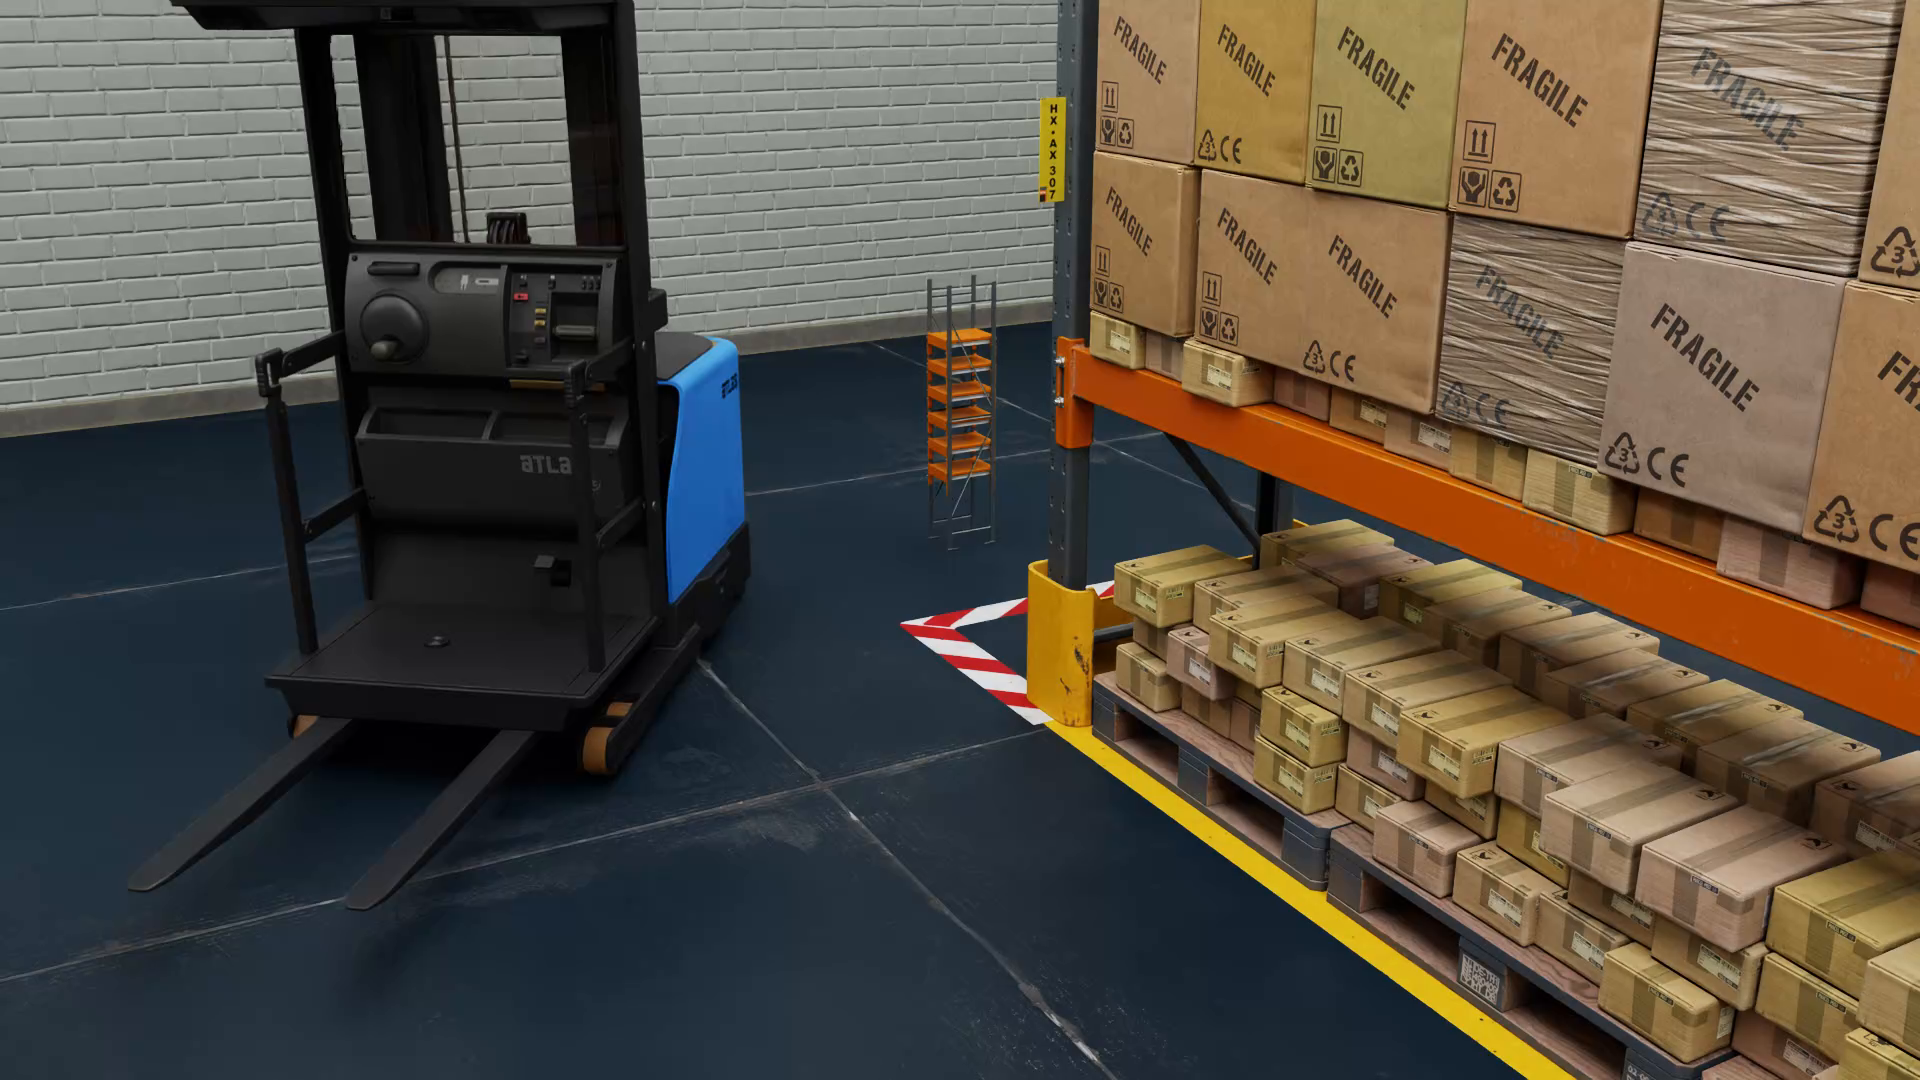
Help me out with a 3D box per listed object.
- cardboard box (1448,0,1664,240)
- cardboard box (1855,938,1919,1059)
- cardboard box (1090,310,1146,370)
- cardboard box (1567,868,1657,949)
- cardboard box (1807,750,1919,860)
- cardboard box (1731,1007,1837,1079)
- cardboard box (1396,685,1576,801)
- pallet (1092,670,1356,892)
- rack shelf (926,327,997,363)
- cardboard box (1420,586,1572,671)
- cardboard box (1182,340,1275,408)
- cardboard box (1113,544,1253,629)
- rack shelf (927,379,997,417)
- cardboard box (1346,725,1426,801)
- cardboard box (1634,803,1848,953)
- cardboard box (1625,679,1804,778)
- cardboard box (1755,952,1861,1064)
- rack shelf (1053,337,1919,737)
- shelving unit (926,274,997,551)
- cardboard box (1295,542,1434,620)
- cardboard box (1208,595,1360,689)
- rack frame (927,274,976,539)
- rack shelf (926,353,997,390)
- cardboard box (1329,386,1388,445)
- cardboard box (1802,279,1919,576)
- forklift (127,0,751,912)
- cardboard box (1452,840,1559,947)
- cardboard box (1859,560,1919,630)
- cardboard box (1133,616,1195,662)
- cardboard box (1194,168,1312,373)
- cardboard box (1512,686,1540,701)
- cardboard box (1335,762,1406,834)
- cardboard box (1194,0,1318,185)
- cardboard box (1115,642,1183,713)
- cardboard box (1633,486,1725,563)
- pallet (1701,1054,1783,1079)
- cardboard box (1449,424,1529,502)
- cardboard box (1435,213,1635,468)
[{"bbox_3d":[1.473,-0.971,3.705,0.500,0.500,0.500,-11,22,-28],"label":"cardboard box"},{"bbox_3d":[1.997,0.894,3.257,0.380,0.149,0.250,-10,22,-27],"label":"cardboard box"},{"bbox_3d":[0.641,-0.660,5.332,0.380,0.149,0.250,-10,21,-27],"label":"cardboard box"},{"bbox_3d":[1.683,0.805,3.969,0.380,0.149,0.250,-11,22,-29],"label":"cardboard box"},{"bbox_3d":[2.259,0.652,3.958,0.380,0.149,0.250,-9,21,-26],"label":"cardboard box"},{"bbox_3d":[1.939,1.067,3.668,0.380,0.149,0.250,-11,22,-28],"label":"cardboard box"},{"bbox_3d":[1.368,0.523,4.332,0.380,0.149,0.250,-10,21,-26],"label":"cardboard box"},{"bbox_3d":[1.167,0.656,5.407,1.003,0.211,1.213,-10,21,-27],"label":"pallet"},{"bbox_3d":[0.007,-0.861,7.321,0.258,0.103,0.180,-10,21,-27],"label":"rack shelf"},{"bbox_3d":[1.621,0.278,5.043,0.380,0.149,0.250,-11,22,-29],"label":"cardboard box"},{"bbox_3d":[0.879,-0.508,4.891,0.380,0.149,0.250,-11,22,-28],"label":"cardboard box"},{"bbox_3d":[0.726,0.148,5.418,0.380,0.149,0.250,-11,22,-29],"label":"cardboard box"},{"bbox_3d":[0.007,-0.634,7.399,0.258,0.103,0.180,-10,21,-27],"label":"rack shelf"},{"bbox_3d":[1.309,0.572,4.647,0.380,0.149,0.250,-11,22,-29],"label":"cardboard box"},{"bbox_3d":[1.732,0.744,3.692,0.380,0.149,0.250,-11,22,-29],"label":"cardboard box"},{"bbox_3d":[1.975,0.510,4.370,0.380,0.149,0.250,-10,21,-26],"label":"cardboard box"},{"bbox_3d":[1.931,0.956,3.534,0.380,0.149,0.250,-10,21,-26],"label":"cardboard box"},{"bbox_3d":[1.726,-0.009,4.161,1.077,0.370,4.000,-10,21,-27],"label":"rack shelf"},{"bbox_3d":[0.007,-0.563,7.424,0.258,1.200,0.189,-10,21,-27],"label":"shelving unit"},{"bbox_3d":[1.319,0.139,5.445,0.380,0.149,0.250,-10,21,-26],"label":"cardboard box"},{"bbox_3d":[0.970,0.301,4.976,0.380,0.149,0.250,-10,21,-27],"label":"cardboard box"},{"bbox_3d":[-0.037,-0.589,7.500,0.240,1.200,0.006,-10,21,-27],"label":"rack frame"},{"bbox_3d":[0.007,-0.748,7.360,0.258,0.103,0.180,-10,21,-27],"label":"rack shelf"},{"bbox_3d":[1.230,-0.373,4.500,0.380,0.149,0.250,-10,22,-27],"label":"cardboard box"},{"bbox_3d":[1.952,-0.207,3.023,0.500,0.500,0.500,-11,22,-28],"label":"cardboard box"},{"bbox_3d":[-1.610,-0.740,5.282,1.130,2.935,3.031,3,19,8],"label":"forklift"},{"bbox_3d":[1.489,0.868,4.243,0.380,0.149,0.250,-10,21,-27],"label":"cardboard box"},{"bbox_3d":[1.979,0.071,3.213,0.380,0.149,0.250,-11,22,-28],"label":"cardboard box"},{"bbox_3d":[0.799,0.276,5.504,0.380,0.149,0.250,-9,21,-24],"label":"cardboard box"},{"bbox_3d":[1.023,-0.789,4.711,0.500,0.500,0.500,-10,21,-27],"label":"cardboard box"},{"bbox_3d":[1.783,0.489,4.888,0.380,0.149,0.250,-10,21,-26],"label":"cardboard box"},{"bbox_3d":[1.293,0.708,4.709,0.380,0.149,0.250,-10,21,-27],"label":"cardboard box"},{"bbox_3d":[1.001,-1.270,4.570,0.500,0.500,0.500,-9,21,-25],"label":"cardboard box"},{"bbox_3d":[0.743,0.426,5.524,0.380,0.149,0.250,-10,21,-26],"label":"cardboard box"},{"bbox_3d":[1.711,-0.077,3.642,0.380,0.149,0.250,-10,22,-27],"label":"cardboard box"},{"bbox_3d":[2.325,1.356,3.377,1.003,0.211,1.213,-10,21,-27],"label":"pallet"},{"bbox_3d":[1.427,-0.220,4.057,0.380,0.149,0.250,-9,21,-25],"label":"cardboard box"},{"bbox_3d":[1.492,-0.501,3.877,0.500,0.500,0.500,-11,22,-28],"label":"cardboard box"}]
